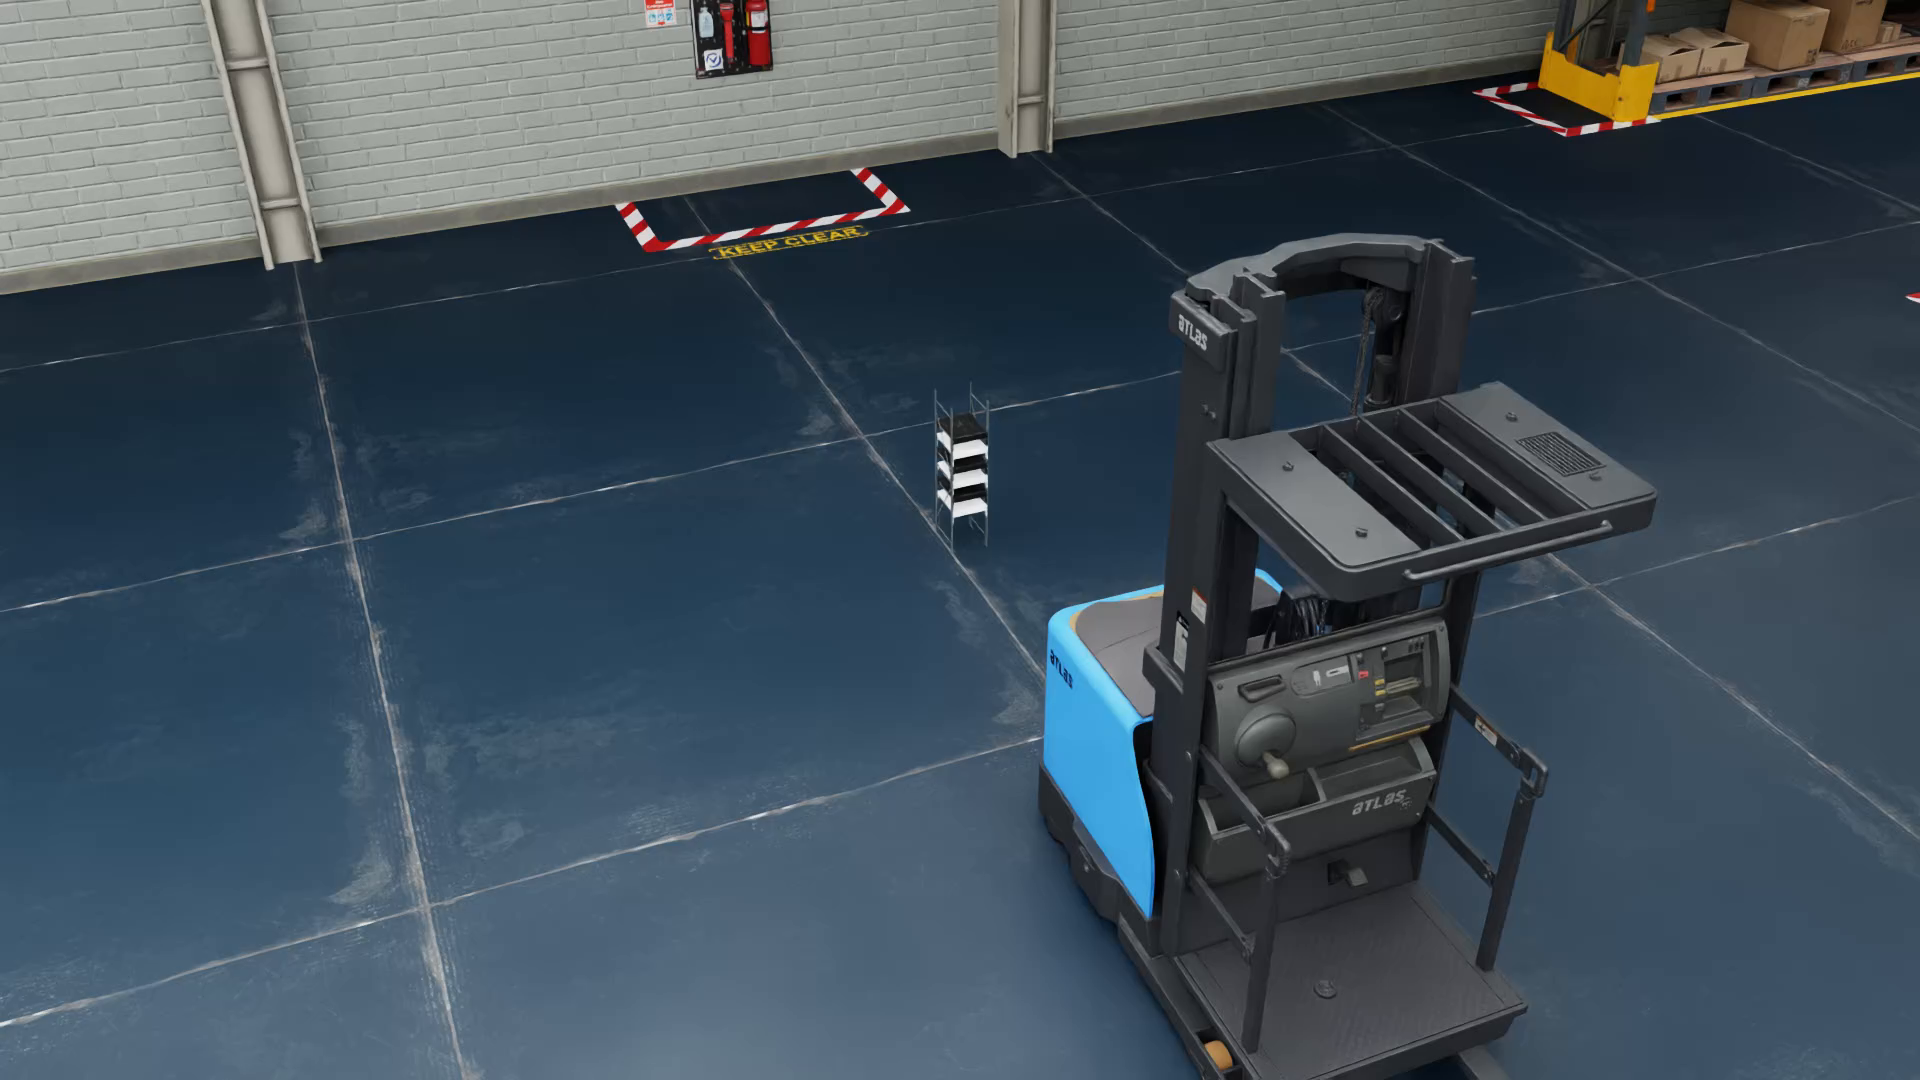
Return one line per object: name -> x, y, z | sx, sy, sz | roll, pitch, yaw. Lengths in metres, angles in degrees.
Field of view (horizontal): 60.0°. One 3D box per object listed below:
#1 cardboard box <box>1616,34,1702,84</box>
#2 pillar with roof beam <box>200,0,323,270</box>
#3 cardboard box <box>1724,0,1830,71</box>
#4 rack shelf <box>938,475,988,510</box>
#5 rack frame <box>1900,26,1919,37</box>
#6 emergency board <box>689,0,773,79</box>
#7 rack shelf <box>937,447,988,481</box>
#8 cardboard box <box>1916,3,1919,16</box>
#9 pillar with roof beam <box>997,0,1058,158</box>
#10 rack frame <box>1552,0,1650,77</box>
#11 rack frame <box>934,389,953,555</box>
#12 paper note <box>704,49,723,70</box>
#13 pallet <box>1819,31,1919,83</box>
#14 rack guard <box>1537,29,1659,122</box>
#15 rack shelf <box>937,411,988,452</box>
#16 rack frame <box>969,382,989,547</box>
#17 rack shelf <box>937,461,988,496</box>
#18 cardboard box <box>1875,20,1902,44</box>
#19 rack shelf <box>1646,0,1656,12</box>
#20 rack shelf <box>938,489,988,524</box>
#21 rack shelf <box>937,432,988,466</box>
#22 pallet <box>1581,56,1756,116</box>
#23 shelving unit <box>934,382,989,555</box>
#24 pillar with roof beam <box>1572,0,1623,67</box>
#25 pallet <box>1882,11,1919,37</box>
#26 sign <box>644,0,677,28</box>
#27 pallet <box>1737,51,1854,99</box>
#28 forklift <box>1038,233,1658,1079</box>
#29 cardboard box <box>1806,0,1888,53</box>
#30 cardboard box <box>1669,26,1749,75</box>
cardboard box -> 6.453, -4.470, 15.349 | 0.500, 0.311, 0.500 | -17, 37, -24
pillar with roof beam -> -3.307, -3.710, 6.619 | 0.400, 9.000, 9.100 | -13, 35, -19
cardboard box -> 7.674, -4.799, 15.682 | 0.500, 0.500, 0.700 | -15, 36, -22
rack shelf -> 0.007, -0.276, 8.992 | 0.200, 0.077, 0.258 | -13, 35, -19
rack frame -> 9.468, -6.156, 15.879 | 0.127, 3.000, 1.000 | -13, 35, -19
emergency board -> -1.735, -4.125, 12.757 | 0.643, 1.169, 0.194 | -13, 35, -19
rack shelf -> 0.007, -0.426, 8.894 | 0.200, 0.077, 0.258 | -13, 35, -19
cardboard box -> 10.141, -5.456, 16.692 | 0.500, 0.500, 0.700 | -12, 35, -17
pillar with roof beam -> 2.225, -4.977, 8.566 | 0.400, 9.000, 9.100 | -13, 35, -19
rack frame -> 5.780, -5.311, 14.581 | 0.127, 3.000, 1.000 | -13, 35, -19
rack frame -> -0.086, -0.357, 8.892 | 0.006, 0.900, 0.240 | -13, 35, -19
paper note -> -1.925, -3.753, 12.993 | 0.142, 0.148, 0.016 | -13, 35, -19
pallet -> 8.863, -4.828, 16.394 | 1.213, 0.211, 1.003 | -13, 35, -19
rack guard -> 5.850, -4.280, 15.287 | 0.348, 0.500, 1.175 | -13, 35, -19
rack shelf -> 0.007, -0.577, 8.796 | 0.200, 0.077, 0.258 | -13, 35, -19
rack frame -> 0.101, -0.400, 8.958 | 0.006, 0.900, 0.240 | -13, 35, -19
rack shelf -> 0.007, -0.351, 8.943 | 0.200, 0.077, 0.258 | -13, 35, -19
cardboard box -> 8.987, -5.025, 16.335 | 0.250, 0.166, 0.380 | -18, 37, -25
rack shelf -> 7.624, -5.432, 15.426 | 4.000, 0.370, 1.077 | -13, 35, -19
rack shelf -> 0.007, -0.200, 9.042 | 0.200, 0.077, 0.258 | -13, 35, -19
rack shelf -> 0.007, -0.502, 8.845 | 0.200, 0.077, 0.258 | -13, 35, -19
pallet -> 6.613, -4.312, 15.602 | 1.213, 0.211, 1.003 | -13, 35, -19
shelving unit -> 0.007, -0.379, 8.925 | 0.210, 0.900, 0.258 | -13, 35, -19
pillar with roof beam -> 7.757, -6.244, 10.513 | 0.400, 9.000, 9.100 | -13, 35, -19
pallet -> 10.186, -5.152, 16.893 | 1.213, 0.211, 1.003 | -13, 35, -19
sign -> -2.284, -4.075, 12.648 | 0.234, 0.329, 0.001 | -13, 35, -19
pallet -> 7.736, -4.568, 15.995 | 1.213, 0.211, 1.003 | -13, 35, -19
forklift -> 1.364, 0.606, 5.549 | 1.130, 2.935, 3.031 | -12, 35, -18
cardboard box -> 8.527, -5.053, 16.073 | 0.500, 0.500, 0.500 | -16, 36, -22
cardboard box -> 6.979, -4.590, 15.534 | 0.500, 0.311, 0.500 | -10, 34, -15
